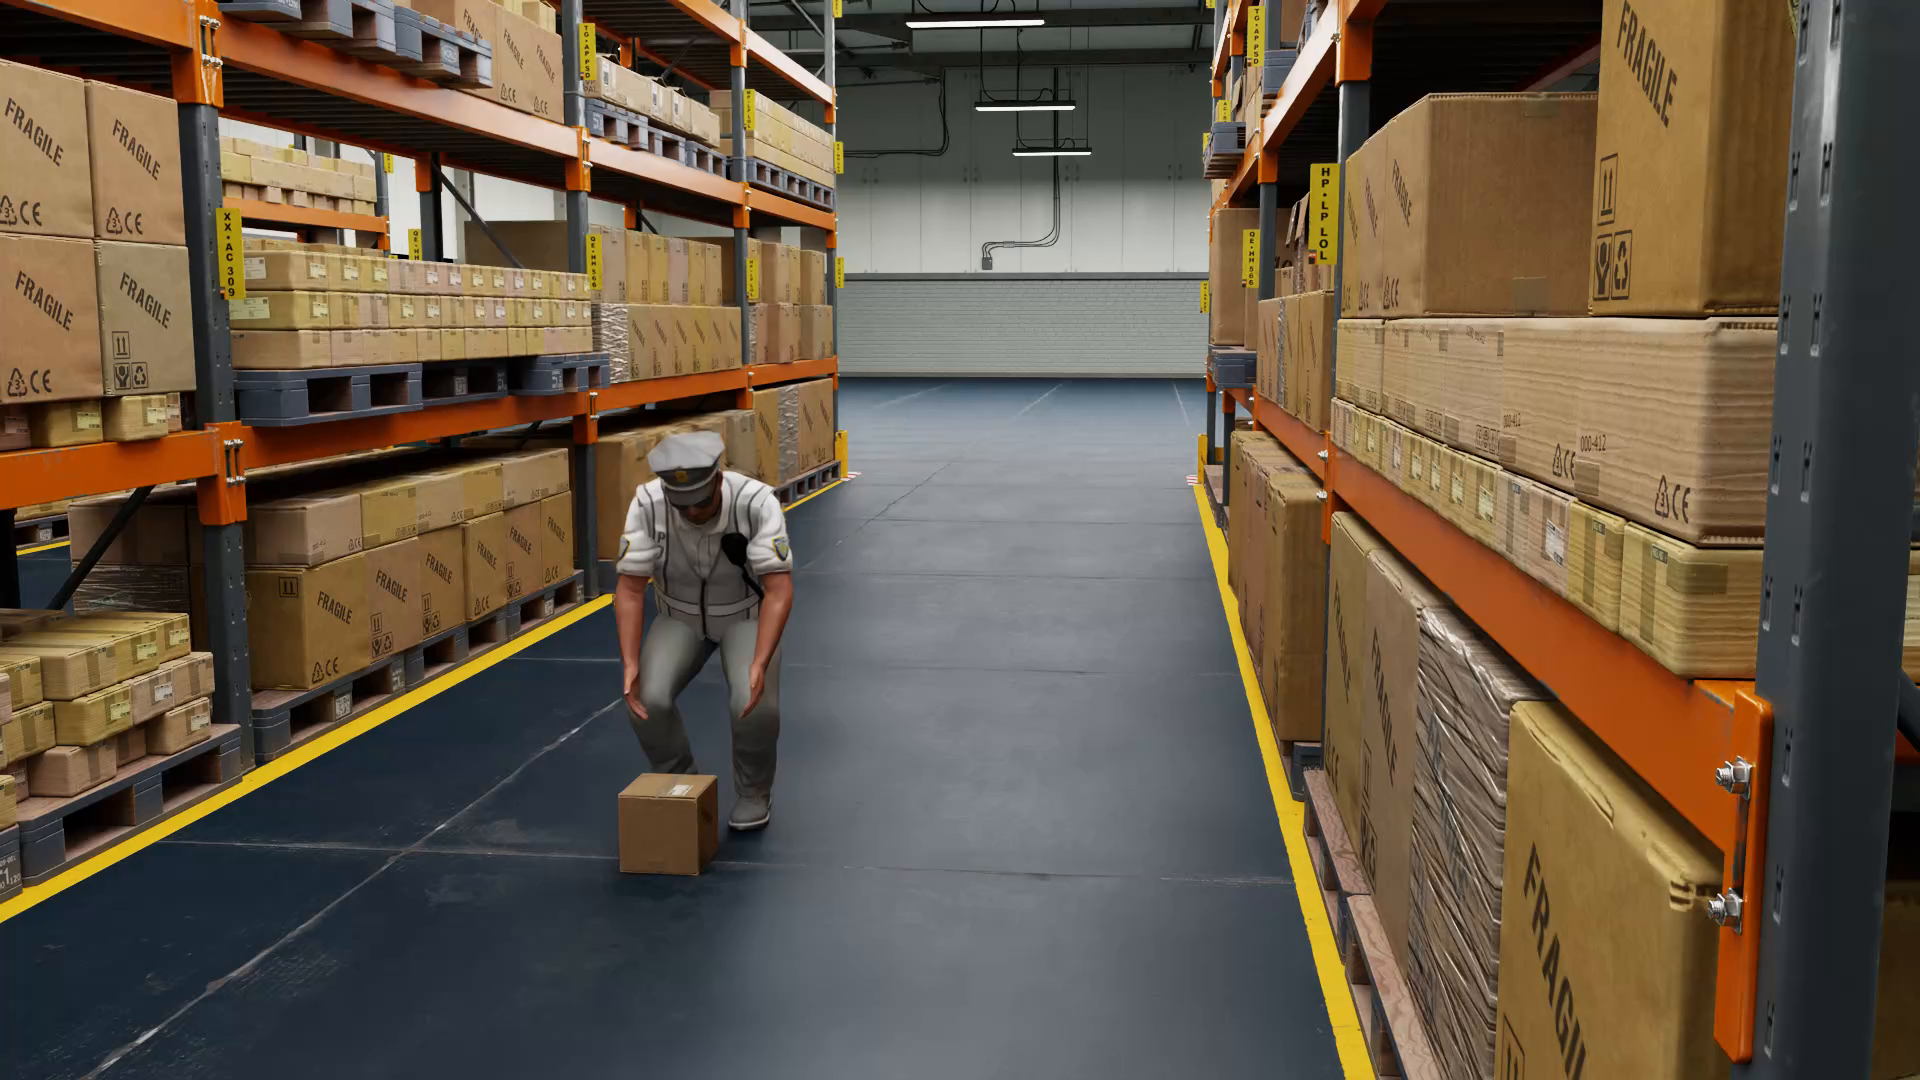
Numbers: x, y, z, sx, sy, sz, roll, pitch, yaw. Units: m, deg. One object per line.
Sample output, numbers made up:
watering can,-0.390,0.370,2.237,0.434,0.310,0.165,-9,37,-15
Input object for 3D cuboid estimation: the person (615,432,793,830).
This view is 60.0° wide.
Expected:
person,-0.824,0.299,5.561,0.589,1.351,0.841,1,8,6
